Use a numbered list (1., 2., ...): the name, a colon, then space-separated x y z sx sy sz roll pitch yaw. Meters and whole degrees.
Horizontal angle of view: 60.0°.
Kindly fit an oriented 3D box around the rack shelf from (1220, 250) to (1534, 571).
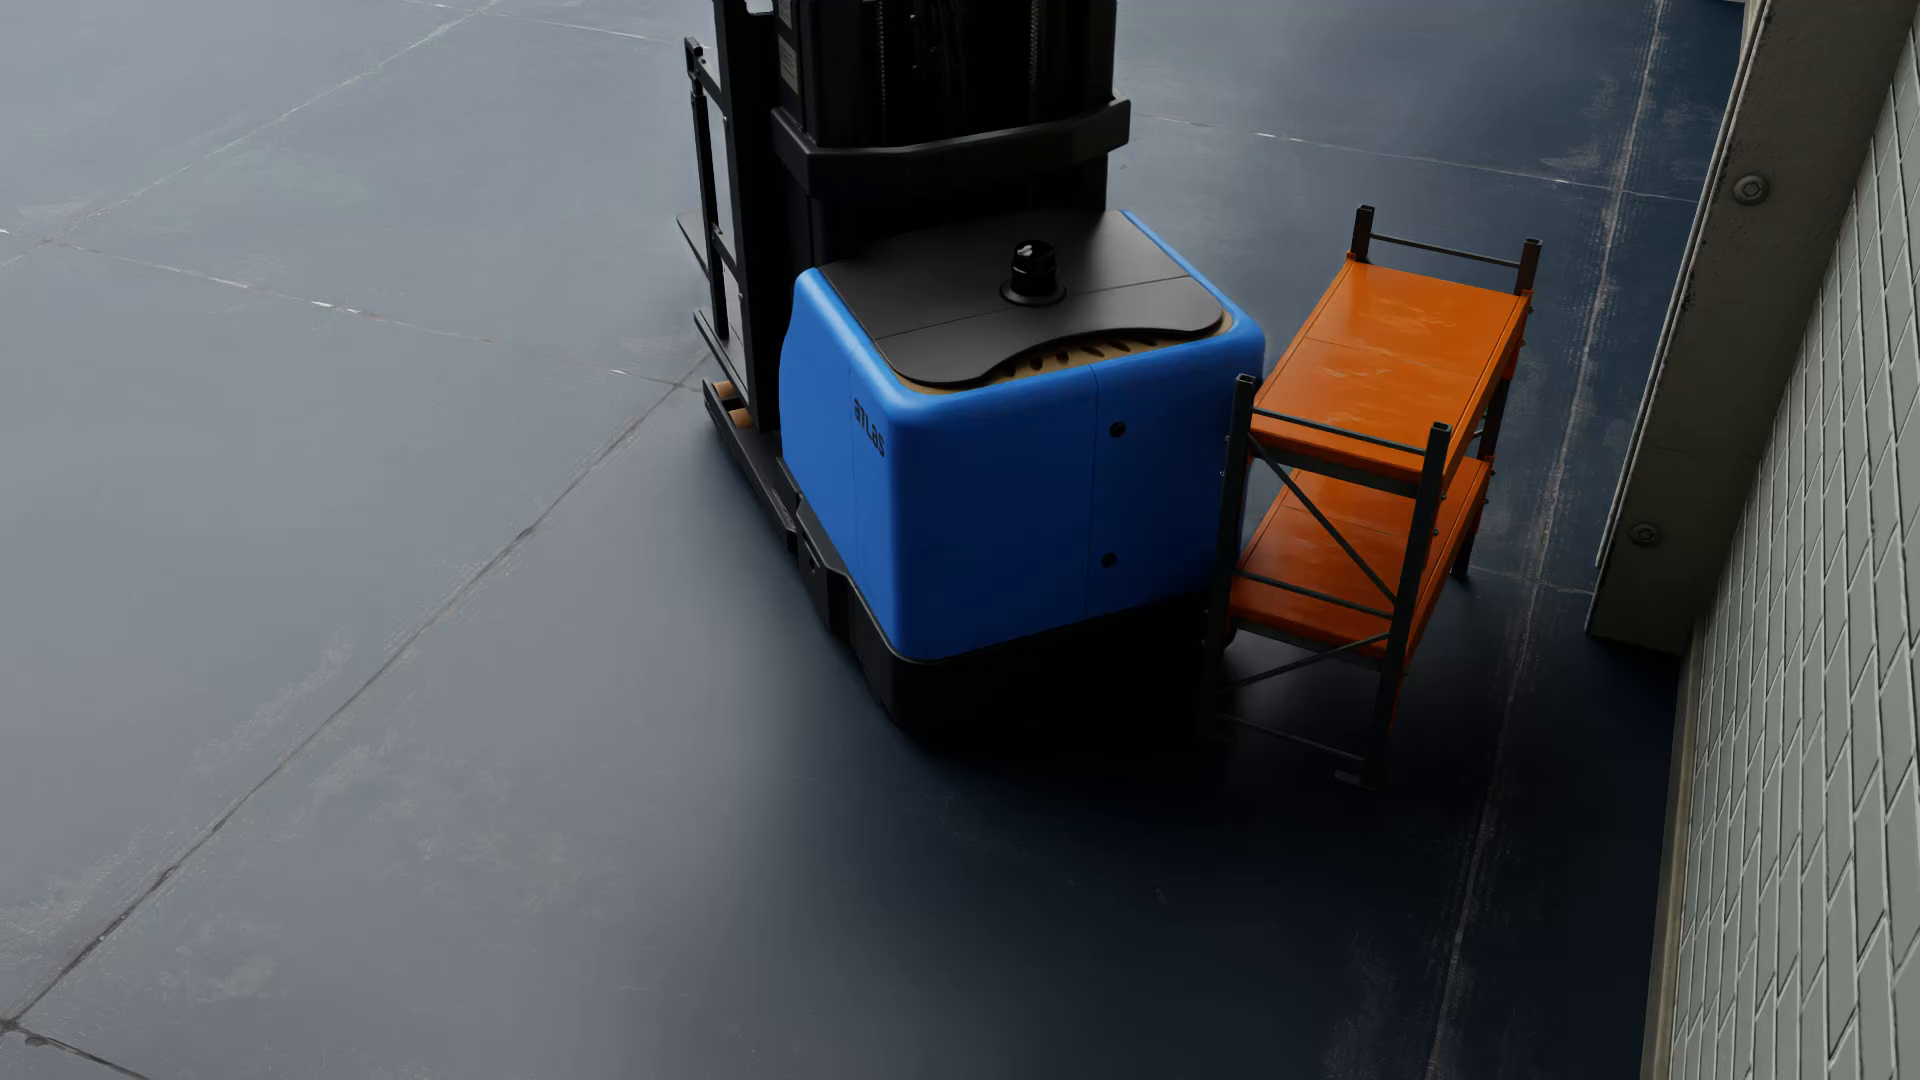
1. rack shelf: 1.099 -0.371 4.318 0.538 0.278 1.000 17 40 21

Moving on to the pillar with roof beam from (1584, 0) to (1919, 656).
1. pillar with roof beam: -1.929 -4.388 3.604 9.100 9.000 0.400 14 39 18

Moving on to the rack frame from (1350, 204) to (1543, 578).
1. rack frame: 1.328 -0.408 4.857 0.500 1.125 0.032 17 40 21

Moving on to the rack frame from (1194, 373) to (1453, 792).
1. rack frame: 0.871 0.135 4.129 0.500 1.125 0.032 17 40 21

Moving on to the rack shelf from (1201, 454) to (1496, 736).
1. rack shelf: 1.099 0.059 4.639 0.538 0.278 1.000 17 40 21

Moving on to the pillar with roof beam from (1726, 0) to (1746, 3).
1. pillar with roof beam: 0.354 -7.710 8.049 9.100 9.000 0.400 14 39 18

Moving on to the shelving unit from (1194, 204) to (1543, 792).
1. shelving unit: 1.099 -0.136 4.493 0.538 1.125 1.048 17 40 21

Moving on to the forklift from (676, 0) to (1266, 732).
1. forklift: -0.238 -1.541 4.864 1.130 2.935 3.031 -14 39 -18
